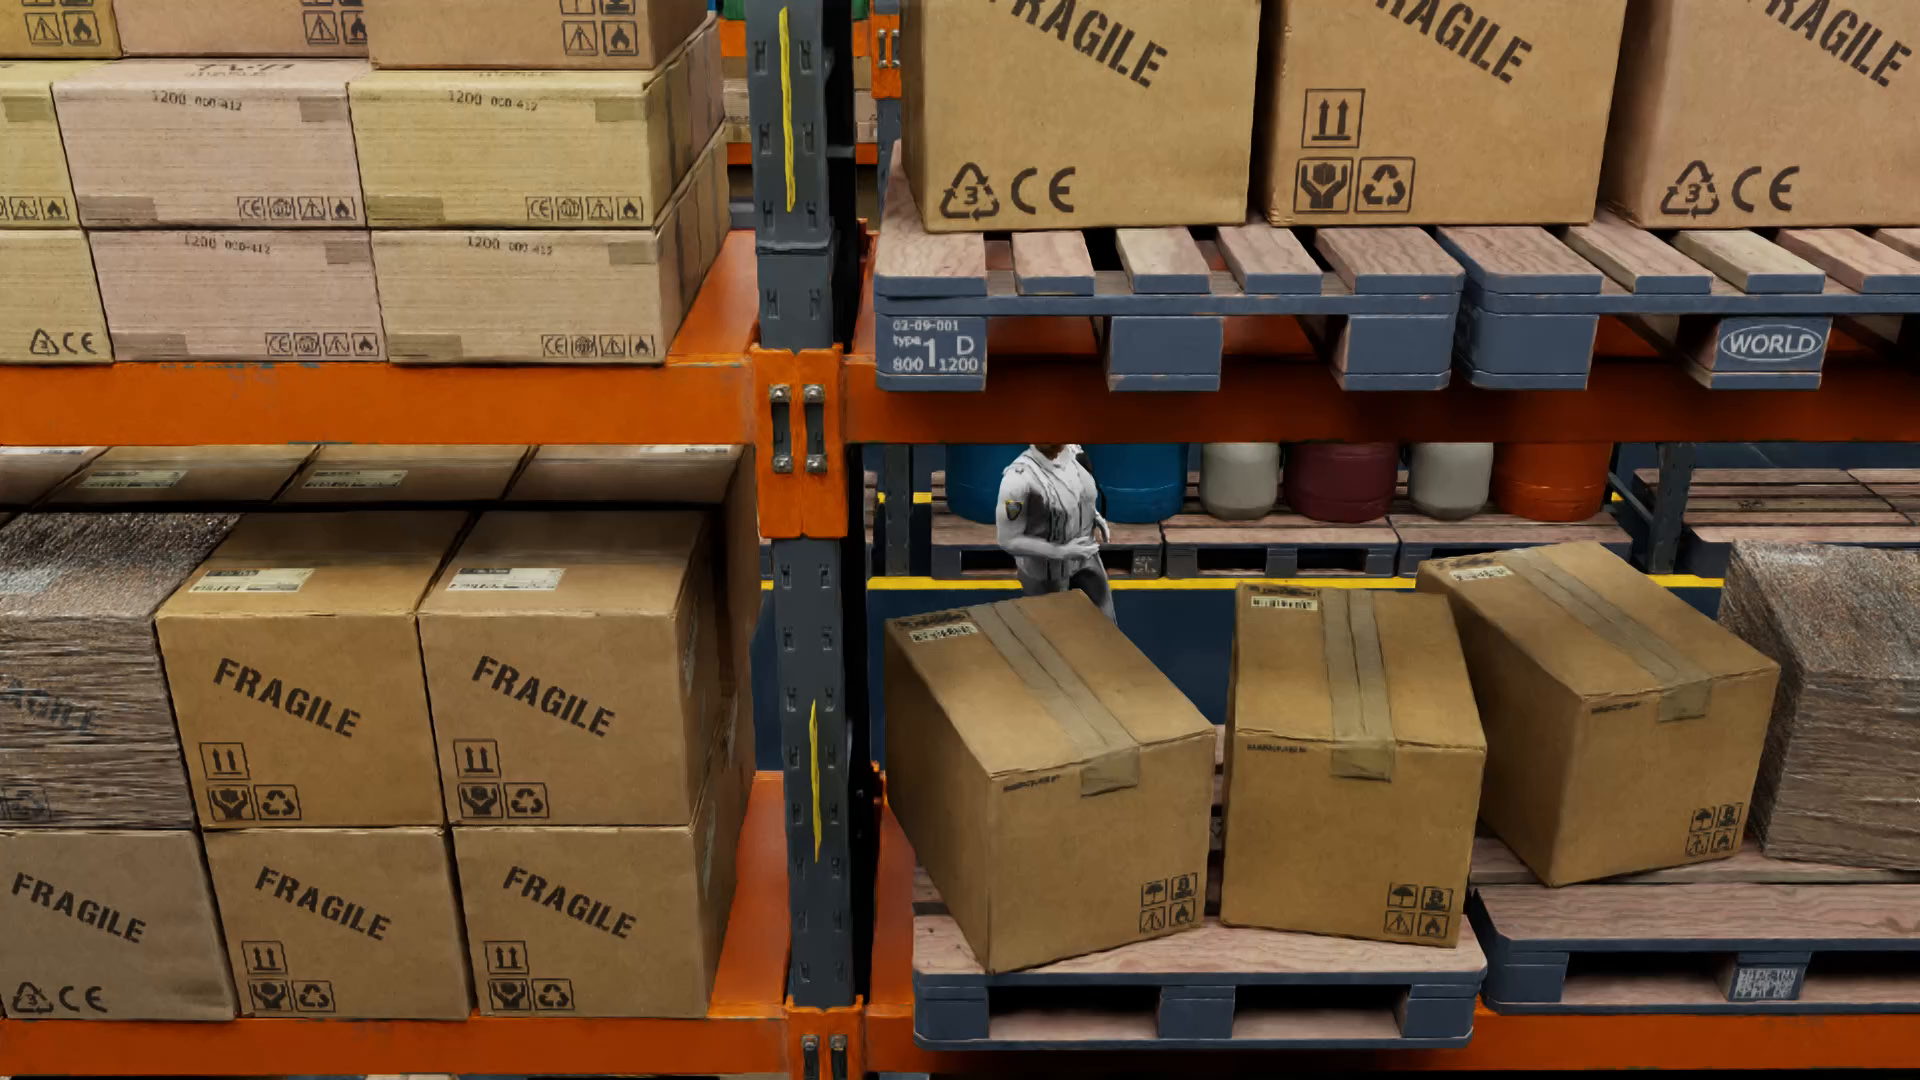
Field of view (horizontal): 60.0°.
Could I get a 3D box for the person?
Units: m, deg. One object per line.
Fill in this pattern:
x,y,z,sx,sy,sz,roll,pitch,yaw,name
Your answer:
0.409,0.094,6.975,0.649,1.680,0.747,21,32,38,person
